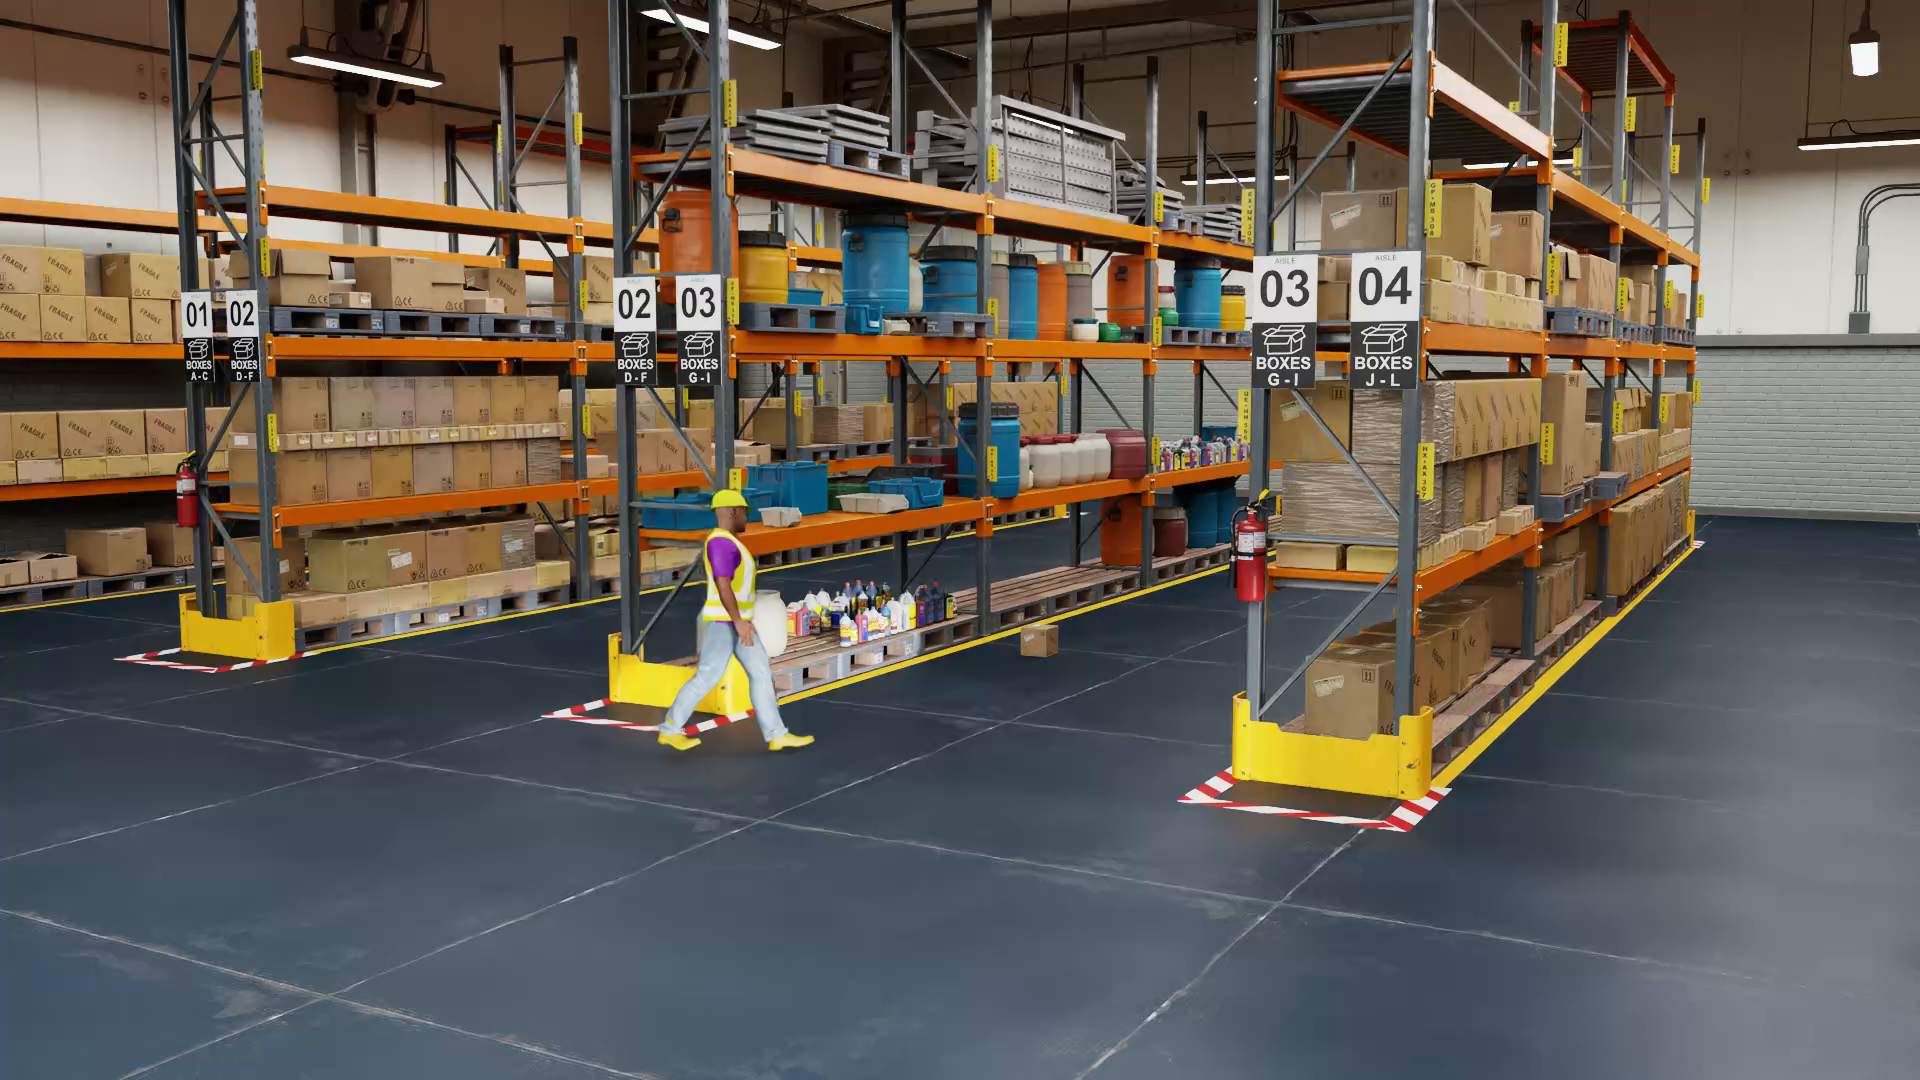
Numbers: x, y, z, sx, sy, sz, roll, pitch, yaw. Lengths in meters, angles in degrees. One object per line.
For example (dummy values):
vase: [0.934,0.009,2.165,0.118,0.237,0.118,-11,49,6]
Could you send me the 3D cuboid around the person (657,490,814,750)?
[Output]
person: [-1.474,0.536,10.892,1.005,1.717,0.674,0,6,1]
